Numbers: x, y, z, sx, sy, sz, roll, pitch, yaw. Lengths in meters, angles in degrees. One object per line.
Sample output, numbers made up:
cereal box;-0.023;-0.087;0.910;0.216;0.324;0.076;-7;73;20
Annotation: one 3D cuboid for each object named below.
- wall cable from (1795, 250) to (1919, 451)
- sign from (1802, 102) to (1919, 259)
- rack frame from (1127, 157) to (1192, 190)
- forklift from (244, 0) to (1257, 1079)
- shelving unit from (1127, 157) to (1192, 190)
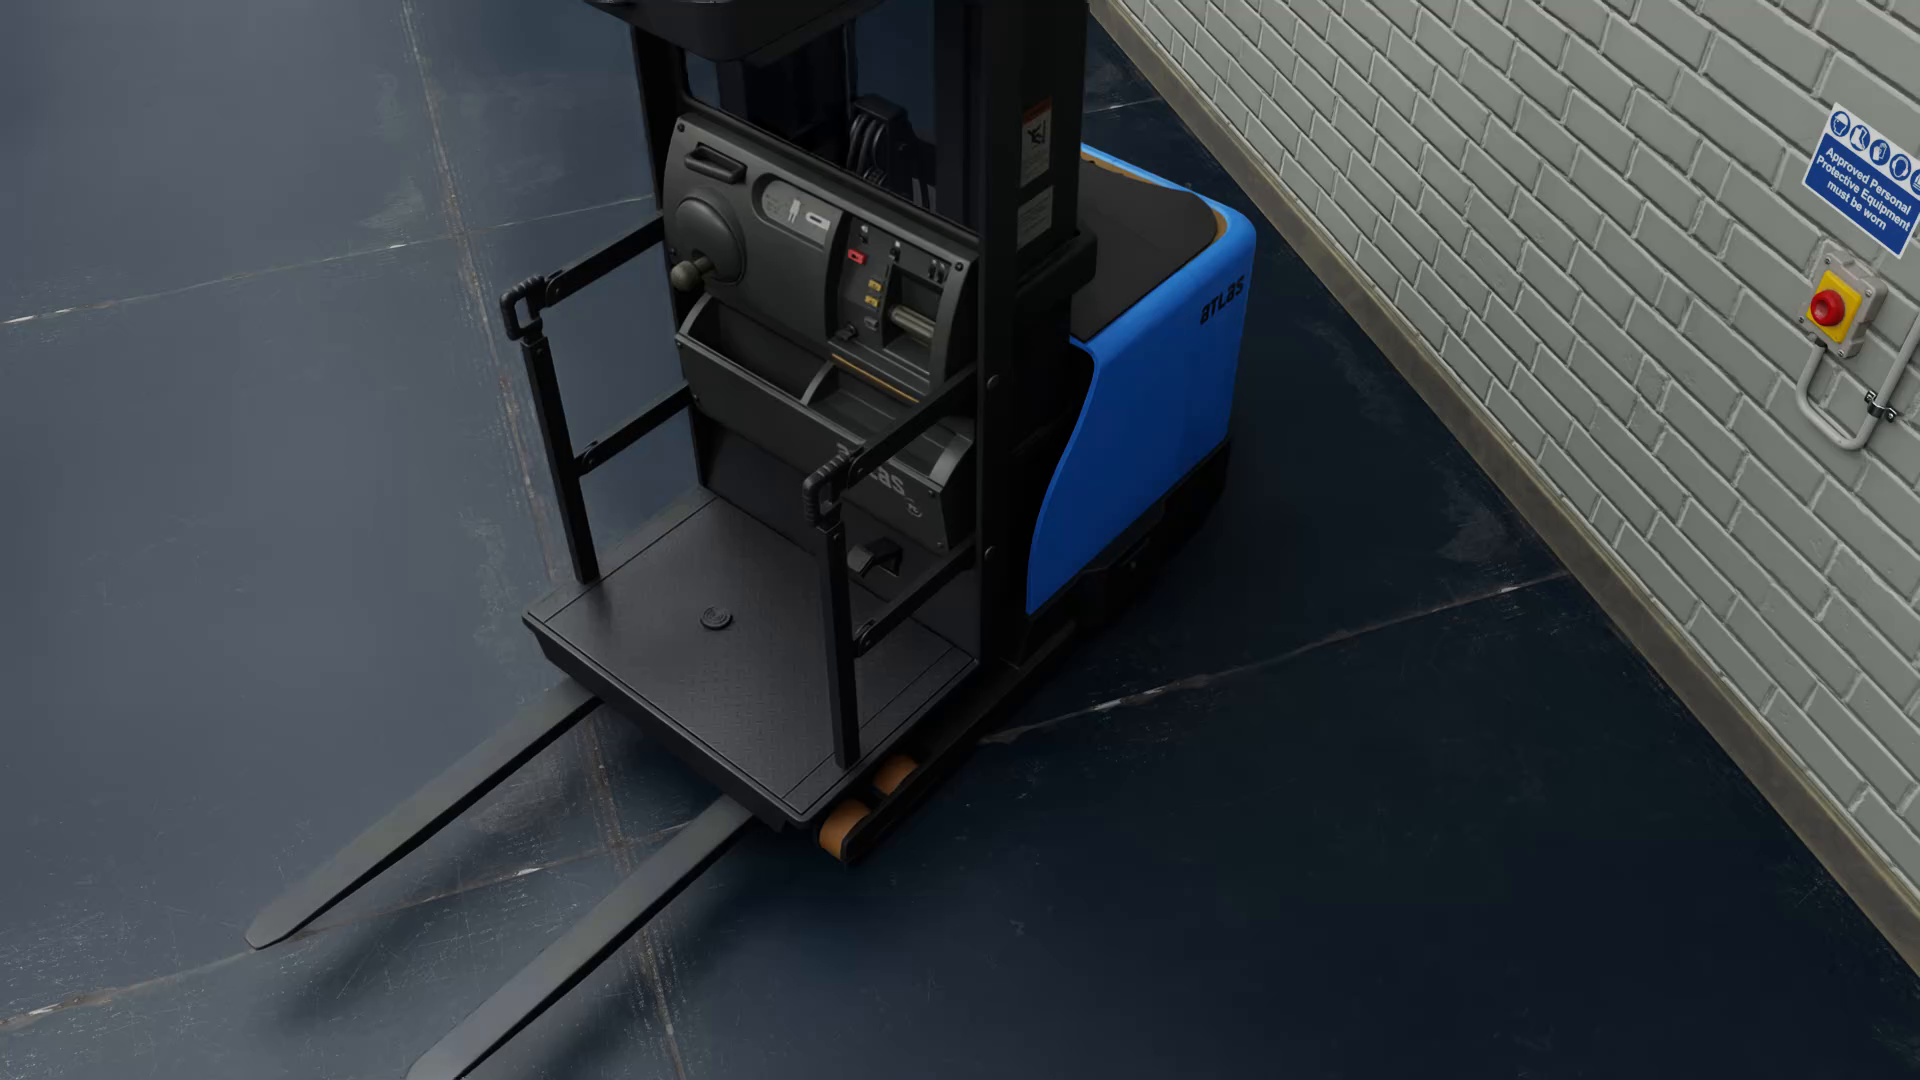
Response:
wall cable;2.006;-1.039;3.429;0.123;1.953;0.585;-14;47;-14
sign;2.047;-0.812;3.751;0.001;0.218;0.327;-14;47;-14
rack frame;0.613;-0.817;5.429;0.240;0.900;0.006;31;53;27
forklift;-0.489;-0.594;3.772;1.130;2.935;3.031;31;53;27
shelving unit;0.547;-0.762;5.374;0.258;0.900;0.210;31;53;27
